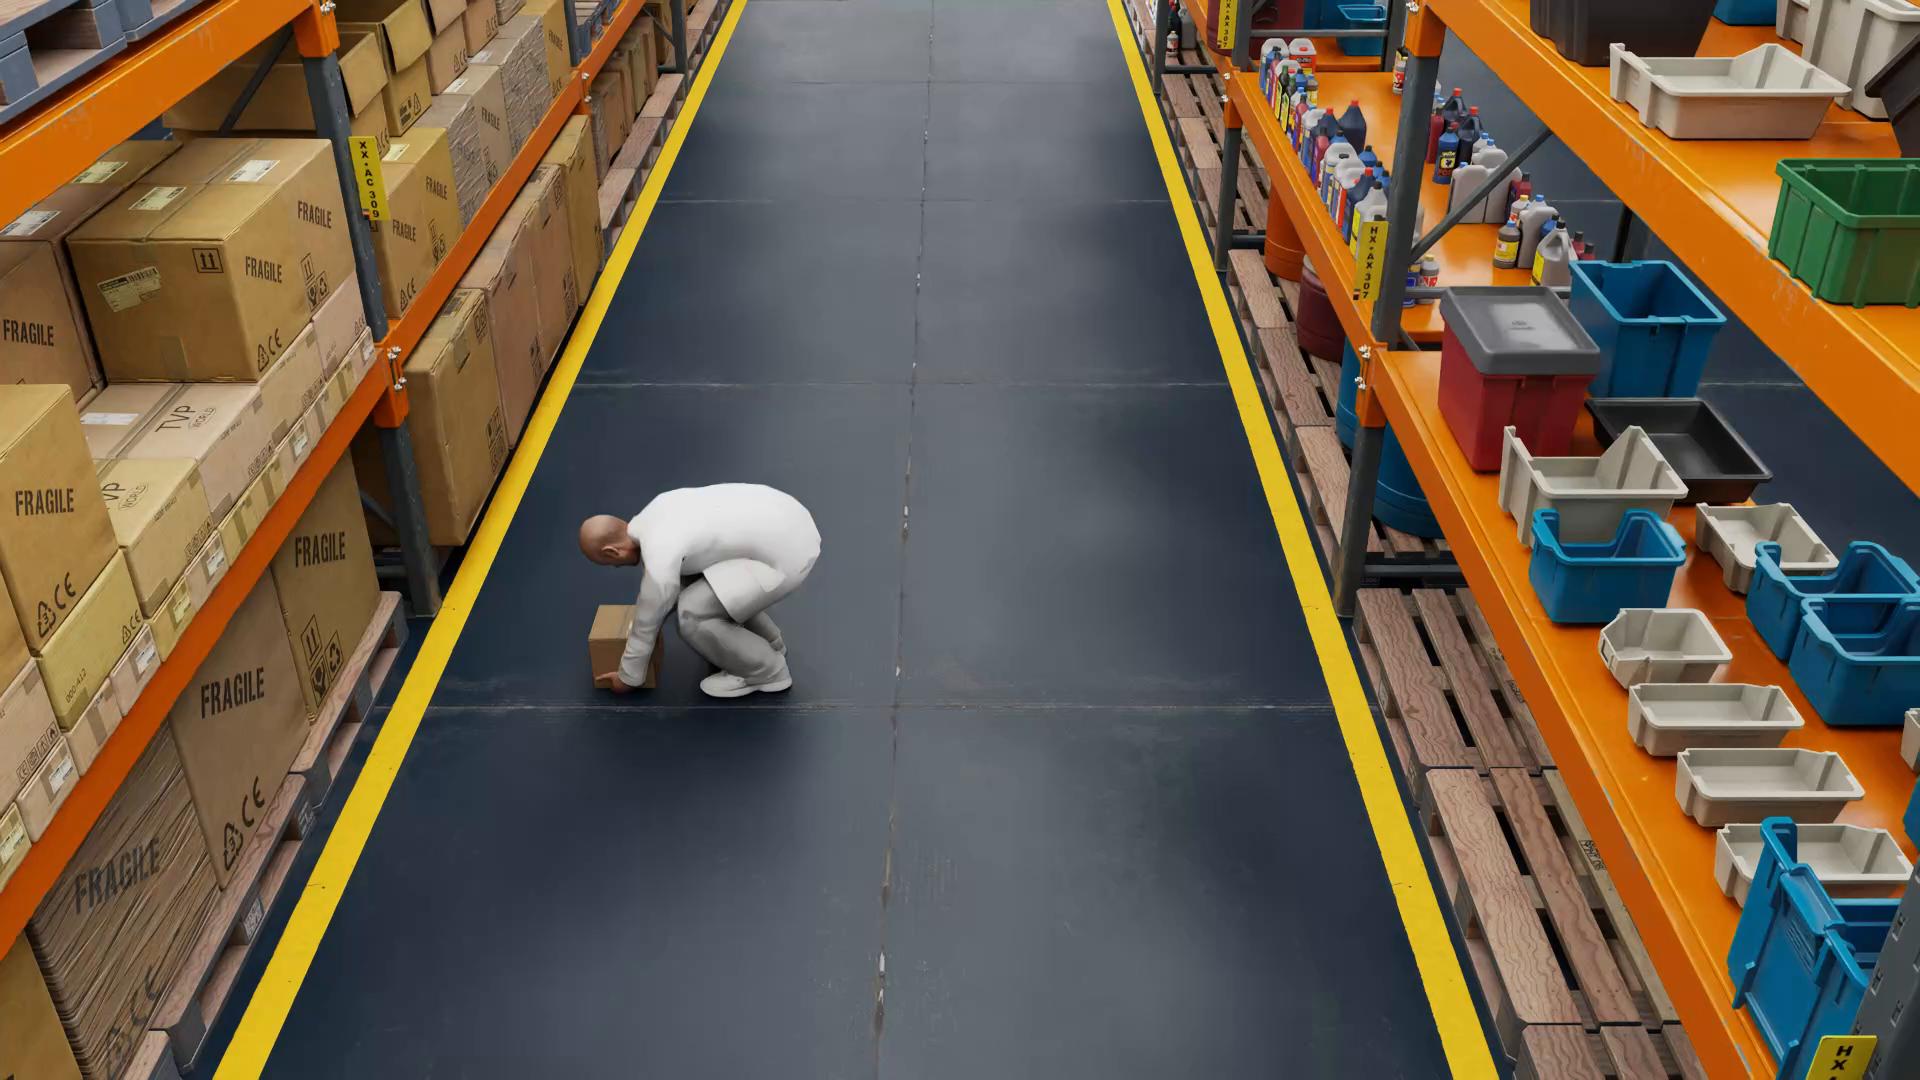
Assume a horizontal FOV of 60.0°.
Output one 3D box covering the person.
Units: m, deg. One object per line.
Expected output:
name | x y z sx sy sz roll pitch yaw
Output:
person | -1.032 0.199 6.748 0.953 0.856 0.582 -1 31 -2
